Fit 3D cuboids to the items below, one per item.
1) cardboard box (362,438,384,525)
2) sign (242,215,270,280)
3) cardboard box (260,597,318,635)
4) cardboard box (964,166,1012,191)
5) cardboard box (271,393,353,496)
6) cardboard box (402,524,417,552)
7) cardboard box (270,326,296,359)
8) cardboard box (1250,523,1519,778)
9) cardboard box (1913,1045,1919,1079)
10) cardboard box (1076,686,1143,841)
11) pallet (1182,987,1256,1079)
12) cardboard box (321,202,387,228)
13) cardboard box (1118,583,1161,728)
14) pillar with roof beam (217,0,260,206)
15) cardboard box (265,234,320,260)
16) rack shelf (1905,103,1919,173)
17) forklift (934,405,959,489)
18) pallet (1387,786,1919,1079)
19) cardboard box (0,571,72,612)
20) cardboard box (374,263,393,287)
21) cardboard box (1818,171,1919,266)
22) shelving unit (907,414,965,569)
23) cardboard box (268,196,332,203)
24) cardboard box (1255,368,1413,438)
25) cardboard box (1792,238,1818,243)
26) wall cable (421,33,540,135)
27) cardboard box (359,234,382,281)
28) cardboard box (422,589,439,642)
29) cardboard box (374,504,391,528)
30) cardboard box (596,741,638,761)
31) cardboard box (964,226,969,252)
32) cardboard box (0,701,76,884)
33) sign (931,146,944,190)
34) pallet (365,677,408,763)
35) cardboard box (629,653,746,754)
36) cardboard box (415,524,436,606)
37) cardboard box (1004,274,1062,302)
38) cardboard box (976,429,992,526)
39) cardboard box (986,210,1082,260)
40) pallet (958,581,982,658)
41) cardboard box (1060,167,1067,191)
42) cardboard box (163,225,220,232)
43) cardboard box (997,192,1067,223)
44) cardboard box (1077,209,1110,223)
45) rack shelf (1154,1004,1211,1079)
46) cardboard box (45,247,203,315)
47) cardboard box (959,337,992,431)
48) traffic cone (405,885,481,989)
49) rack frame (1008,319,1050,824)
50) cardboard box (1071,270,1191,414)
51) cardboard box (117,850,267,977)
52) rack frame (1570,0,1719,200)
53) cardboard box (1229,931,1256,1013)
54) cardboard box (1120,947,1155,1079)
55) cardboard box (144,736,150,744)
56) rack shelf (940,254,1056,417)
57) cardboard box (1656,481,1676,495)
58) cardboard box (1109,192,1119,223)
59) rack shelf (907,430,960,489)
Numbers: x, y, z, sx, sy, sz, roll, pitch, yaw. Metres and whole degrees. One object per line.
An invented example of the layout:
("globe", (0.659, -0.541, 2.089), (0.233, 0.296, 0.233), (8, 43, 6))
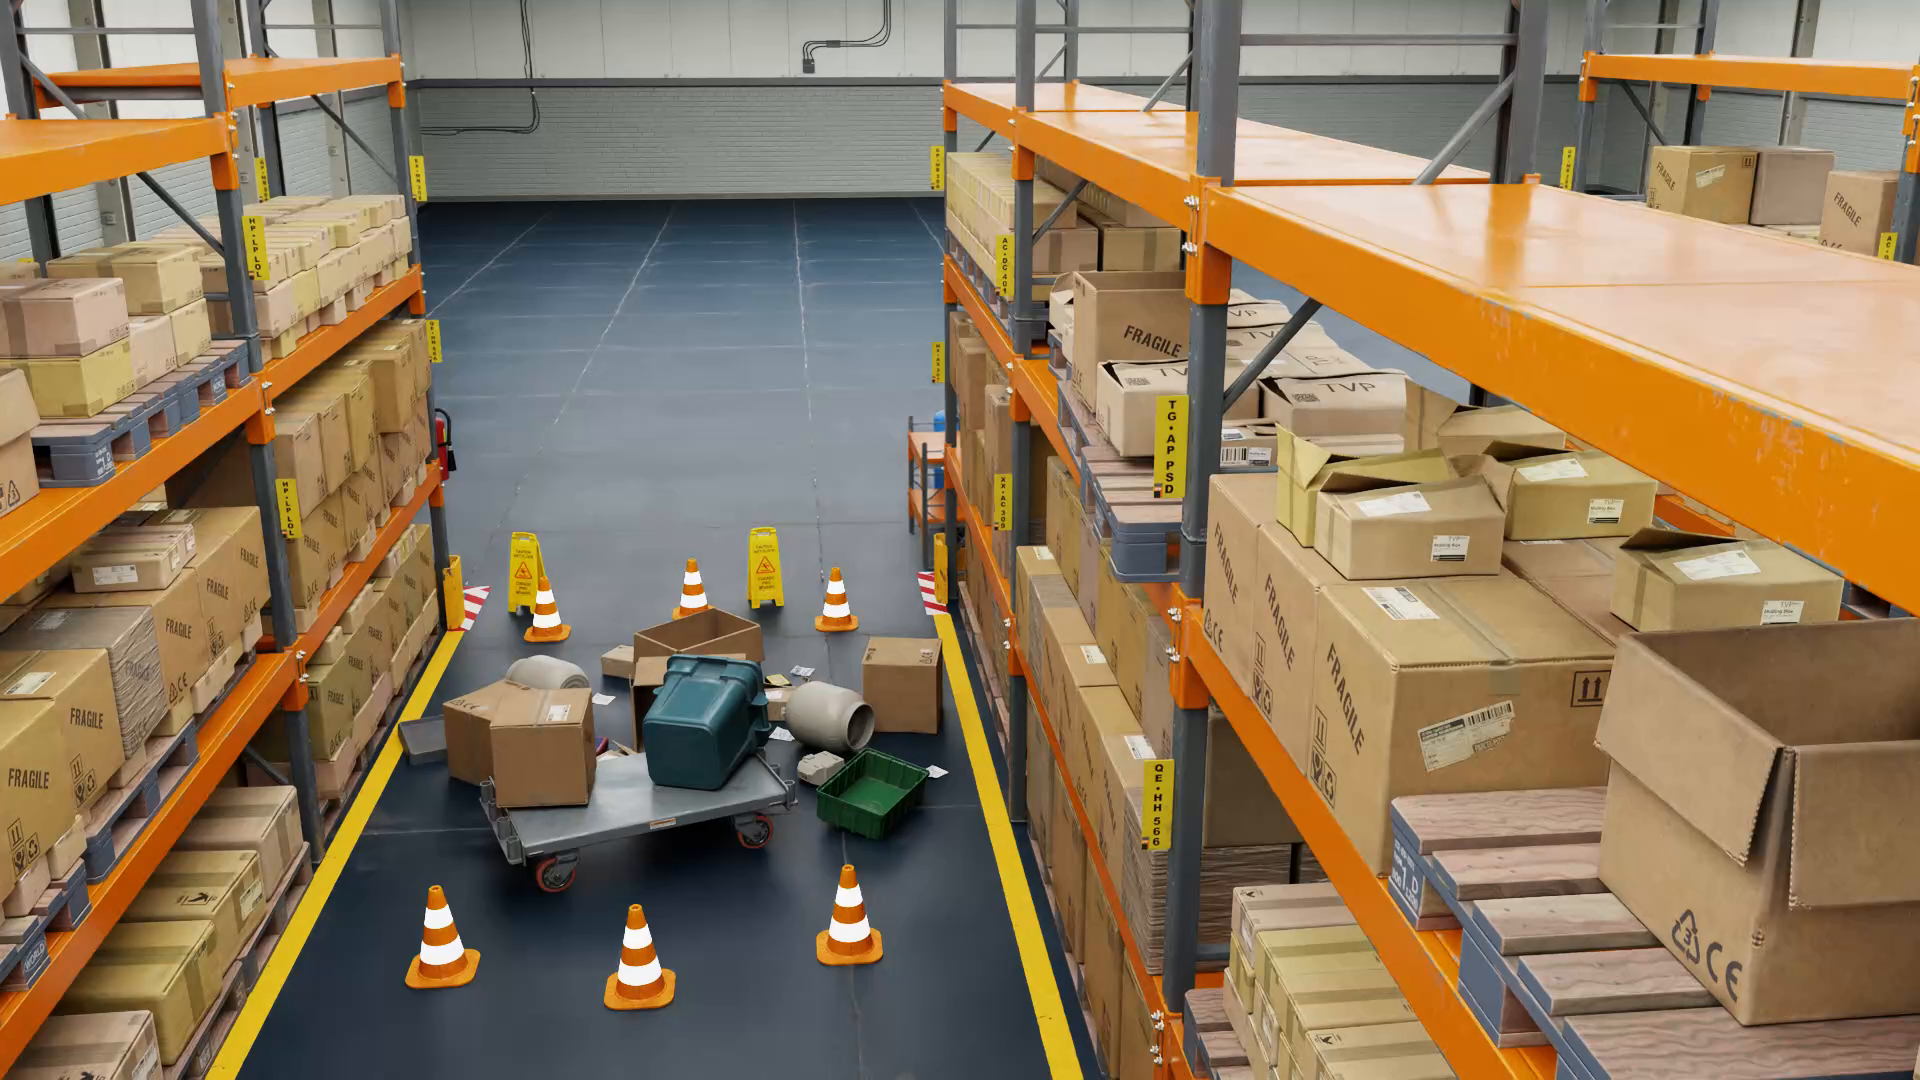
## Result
("cardboard box", (-4.073, -0.374, 10.769), (0.500, 0.500, 0.500), (-2, 17, -5))
("sign", (-3.567, -1.479, 8.426), (0.100, 0.325, 0.005), (-2, 18, -6))
("cardboard box", (-3.832, 0.421, 9.322), (0.380, 0.149, 0.250), (-2, 18, -6))
("cardboard box", (0.229, -2.422, 11.170), (0.380, 0.149, 0.250), (-2, 18, -6))
("cardboard box", (-3.980, -0.553, 9.670), (0.700, 0.500, 0.500), (-2, 18, -5))
("cardboard box", (-4.085, -0.005, 11.813), (0.380, 0.149, 0.250), (-1, 17, -4))
("cardboard box", (-3.876, -1.087, 9.117), (0.380, 0.149, 0.250), (-2, 18, -6))
("cardboard box", (1.060, 0.261, 4.235), (0.500, 0.500, 0.500), (-2, 18, -6))
("cardboard box", (1.737, 0.747, 2.302), (0.500, 0.311, 0.500), (-2, 18, -6))
("cardboard box", (0.792, 0.942, 7.075), (0.500, 0.500, 0.500), (-2, 18, -7))
("pallet", (1.386, 1.714, 5.104), (1.213, 0.211, 1.003), (-2, 18, -6))
("cardboard box", (-4.170, -2.234, 11.438), (0.380, 0.149, 0.250), (-2, 18, -6))
("cardboard box", (1.062, 0.451, 6.970), (0.700, 0.500, 0.500), (-2, 18, -6))
("pillar with roof beam", (-7.868, -8.756, 28.116), (9.100, 9.000, 0.400), (-2, 18, -6))
("cardboard box", (-3.977, -1.698, 9.732), (0.380, 0.149, 0.250), (-2, 18, -7))
("rack shelf", (5.944, -1.634, 7.300), (1.077, 0.370, 4.000), (-2, 18, -6))
("forklift", (0.935, -1.853, 16.260), (1.130, 2.935, 3.031), (10, 20, 30))
("pallet", (1.552, 0.767, 3.104), (1.213, 0.211, 1.003), (-2, 18, -6))
("cardboard box", (-4.266, 0.460, 7.413), (0.500, 0.500, 0.500), (-2, 18, -6))
("cardboard box", (-4.165, -1.848, 11.539), (0.380, 0.149, 0.250), (-1, 17, -4))
("cardboard box", (5.438, -1.887, 9.747), (0.500, 0.500, 0.500), (-2, 18, -7))
("shelving unit", (-0.148, -0.448, 14.800), (0.538, 1.125, 1.048), (-2, 18, -8))
("cardboard box", (-4.698, -2.367, 11.862), (0.380, 0.149, 0.250), (-2, 18, -6))
("cardboard box", (1.351, -0.446, 5.936), (0.500, 0.311, 0.500), (-2, 18, -6))
("cardboard box", (5.361, -1.855, 10.726), (0.380, 0.149, 0.250), (-1, 17, -4))
("wall cable", (-12.376, -11.635, 42.471), (3.097, 2.526, 0.112), (-2, 18, -6))
("cardboard box", (-4.102, -1.840, 10.850), (0.500, 0.250, 0.500), (-1, 17, -4))
("cardboard box", (-4.178, 0.564, 12.336), (0.500, 0.250, 0.500), (-2, 18, -6))
("cardboard box", (-4.079, -0.184, 11.247), (0.380, 0.149, 0.250), (-2, 18, -6))
("cardboard box", (-2.068, 1.400, 10.348), (0.396, 0.266, 0.258), (16, 24, 42))
("cardboard box", (0.228, -2.042, 11.289), (0.380, 0.149, 0.250), (-2, 18, -6))
("cardboard box", (-3.583, 0.910, 5.979), (0.500, 0.500, 0.500), (-1, 17, -3))
("sign", (-0.171, -2.841, 12.692), (0.100, 0.325, 0.005), (-2, 18, -6))
("pallet", (-4.352, 1.172, 11.166), (1.003, 0.211, 1.213), (-2, 18, -6))
("cardboard box", (-1.728, 1.062, 10.799), (0.797, 0.637, 0.503), (-2, 18, -6))
("cardboard box", (-4.190, 0.197, 12.252), (0.500, 0.500, 0.500), (-2, 18, -5))
("cardboard box", (0.439, -1.437, 9.362), (0.380, 0.149, 0.250), (-2, 18, -6))
("cardboard box", (0.572, -0.442, 11.400), (0.875, 0.550, 0.500), (-2, 18, -6))
("cardboard box", (0.436, -1.818, 9.910), (0.500, 0.250, 0.500), (-2, 18, -6))
("pallet", (0.542, 0.596, 13.000), (1.003, 0.211, 1.213), (-2, 18, -6))
("cardboard box", (0.885, -2.441, 11.231), (0.380, 0.149, 0.250), (-2, 18, -6))
("cardboard box", (-4.624, -1.834, 10.164), (0.380, 0.149, 0.250), (-2, 17, -5))
("cardboard box", (0.414, -1.893, 9.484), (0.380, 0.149, 0.250), (-2, 18, -6))
("cardboard box", (0.969, -1.833, 9.958), (0.500, 0.250, 0.500), (-2, 18, -6))
("rack shelf", (1.413, 2.352, 3.951), (1.077, 0.370, 4.000), (-2, 18, -6))
("cardboard box", (-3.933, -1.225, 7.852), (0.500, 0.250, 0.500), (-1, 17, -4))
("cardboard box", (0.452, -1.113, 11.735), (0.875, 0.550, 0.550), (-2, 18, -6))
("traffic cone", (-2.599, 1.941, 8.295), (0.336, 0.463, 0.334), (-2, 18, -6))
("rack frame", (0.794, 0.221, 9.537), (1.000, 3.000, 0.127), (-2, 18, -6))
("cardboard box", (0.749, -0.823, 6.821), (0.500, 0.500, 0.500), (-2, 18, -6))
("cardboard box", (-3.985, 1.828, 8.105), (0.950, 0.372, 0.625), (-1, 17, -2))
("rack frame", (5.326, -3.956, 12.827), (1.000, 3.000, 0.127), (-2, 18, -6))
("cardboard box", (1.057, 1.341, 5.193), (0.380, 0.149, 0.250), (-1, 17, -3))
("cardboard box", (1.233, 2.102, 6.602), (1.050, 0.750, 0.750), (-2, 18, -6))
("cardboard box", (-3.775, 0.855, 7.238), (0.380, 0.149, 0.250), (-2, 18, -8))
("rack shelf", (0.588, -1.462, 11.093), (1.077, 0.370, 4.000), (-2, 18, -6))
("cardboard box", (5.176, -0.431, 12.036), (0.380, 0.149, 0.250), (-2, 18, -6))
("cardboard box", (1.067, -1.913, 9.549), (0.380, 0.149, 0.250), (-2, 18, -6))
("rack shelf", (-0.148, -0.728, 14.713), (0.538, 0.278, 1.000), (-2, 18, -8))
